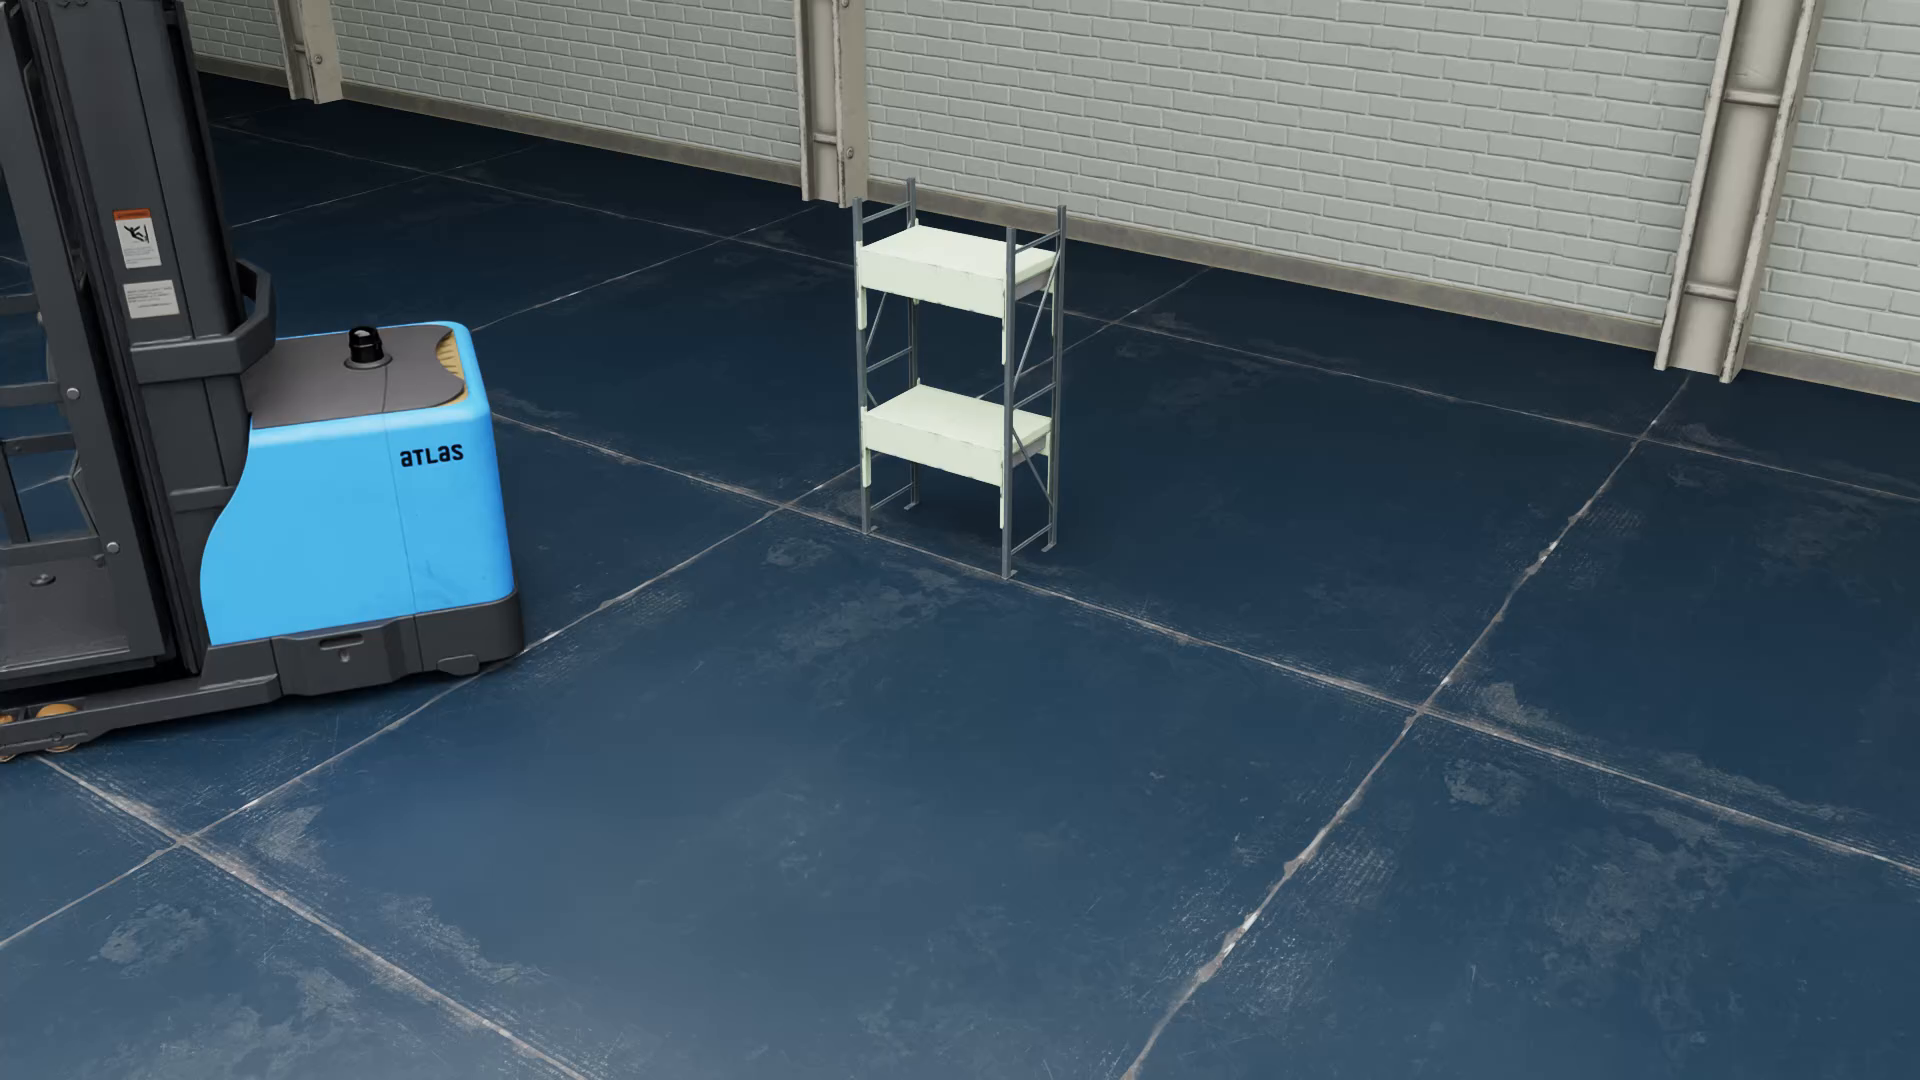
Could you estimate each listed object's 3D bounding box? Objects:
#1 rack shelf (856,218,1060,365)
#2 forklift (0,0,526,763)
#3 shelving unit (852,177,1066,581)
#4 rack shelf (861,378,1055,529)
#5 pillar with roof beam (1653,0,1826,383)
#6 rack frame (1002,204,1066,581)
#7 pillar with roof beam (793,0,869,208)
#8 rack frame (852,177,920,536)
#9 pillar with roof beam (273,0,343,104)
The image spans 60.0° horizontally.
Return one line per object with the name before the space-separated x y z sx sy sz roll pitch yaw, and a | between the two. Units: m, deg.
rack shelf | -0.006 -1.018 6.736 0.720 0.370 0.431 17 32 30
forklift | -3.223 -0.807 5.605 3.031 2.935 1.130 -9 28 -17
shelving unit | -0.006 -0.670 6.913 0.755 1.500 0.431 17 32 30
rack shelf | -0.006 -0.380 7.061 0.720 0.370 0.431 17 32 30
pillar with roof beam | 1.604 -3.346 3.903 0.400 9.000 9.100 17 32 30
rack frame | 0.296 -0.576 6.729 0.023 1.500 0.400 17 32 30
pillar with roof beam | -3.342 -4.887 6.931 0.400 9.000 9.100 17 32 30
rack frame | -0.307 -0.764 7.098 0.023 1.500 0.400 17 32 30
pillar with roof beam | -8.287 -6.427 9.958 0.400 9.000 9.100 17 32 30
